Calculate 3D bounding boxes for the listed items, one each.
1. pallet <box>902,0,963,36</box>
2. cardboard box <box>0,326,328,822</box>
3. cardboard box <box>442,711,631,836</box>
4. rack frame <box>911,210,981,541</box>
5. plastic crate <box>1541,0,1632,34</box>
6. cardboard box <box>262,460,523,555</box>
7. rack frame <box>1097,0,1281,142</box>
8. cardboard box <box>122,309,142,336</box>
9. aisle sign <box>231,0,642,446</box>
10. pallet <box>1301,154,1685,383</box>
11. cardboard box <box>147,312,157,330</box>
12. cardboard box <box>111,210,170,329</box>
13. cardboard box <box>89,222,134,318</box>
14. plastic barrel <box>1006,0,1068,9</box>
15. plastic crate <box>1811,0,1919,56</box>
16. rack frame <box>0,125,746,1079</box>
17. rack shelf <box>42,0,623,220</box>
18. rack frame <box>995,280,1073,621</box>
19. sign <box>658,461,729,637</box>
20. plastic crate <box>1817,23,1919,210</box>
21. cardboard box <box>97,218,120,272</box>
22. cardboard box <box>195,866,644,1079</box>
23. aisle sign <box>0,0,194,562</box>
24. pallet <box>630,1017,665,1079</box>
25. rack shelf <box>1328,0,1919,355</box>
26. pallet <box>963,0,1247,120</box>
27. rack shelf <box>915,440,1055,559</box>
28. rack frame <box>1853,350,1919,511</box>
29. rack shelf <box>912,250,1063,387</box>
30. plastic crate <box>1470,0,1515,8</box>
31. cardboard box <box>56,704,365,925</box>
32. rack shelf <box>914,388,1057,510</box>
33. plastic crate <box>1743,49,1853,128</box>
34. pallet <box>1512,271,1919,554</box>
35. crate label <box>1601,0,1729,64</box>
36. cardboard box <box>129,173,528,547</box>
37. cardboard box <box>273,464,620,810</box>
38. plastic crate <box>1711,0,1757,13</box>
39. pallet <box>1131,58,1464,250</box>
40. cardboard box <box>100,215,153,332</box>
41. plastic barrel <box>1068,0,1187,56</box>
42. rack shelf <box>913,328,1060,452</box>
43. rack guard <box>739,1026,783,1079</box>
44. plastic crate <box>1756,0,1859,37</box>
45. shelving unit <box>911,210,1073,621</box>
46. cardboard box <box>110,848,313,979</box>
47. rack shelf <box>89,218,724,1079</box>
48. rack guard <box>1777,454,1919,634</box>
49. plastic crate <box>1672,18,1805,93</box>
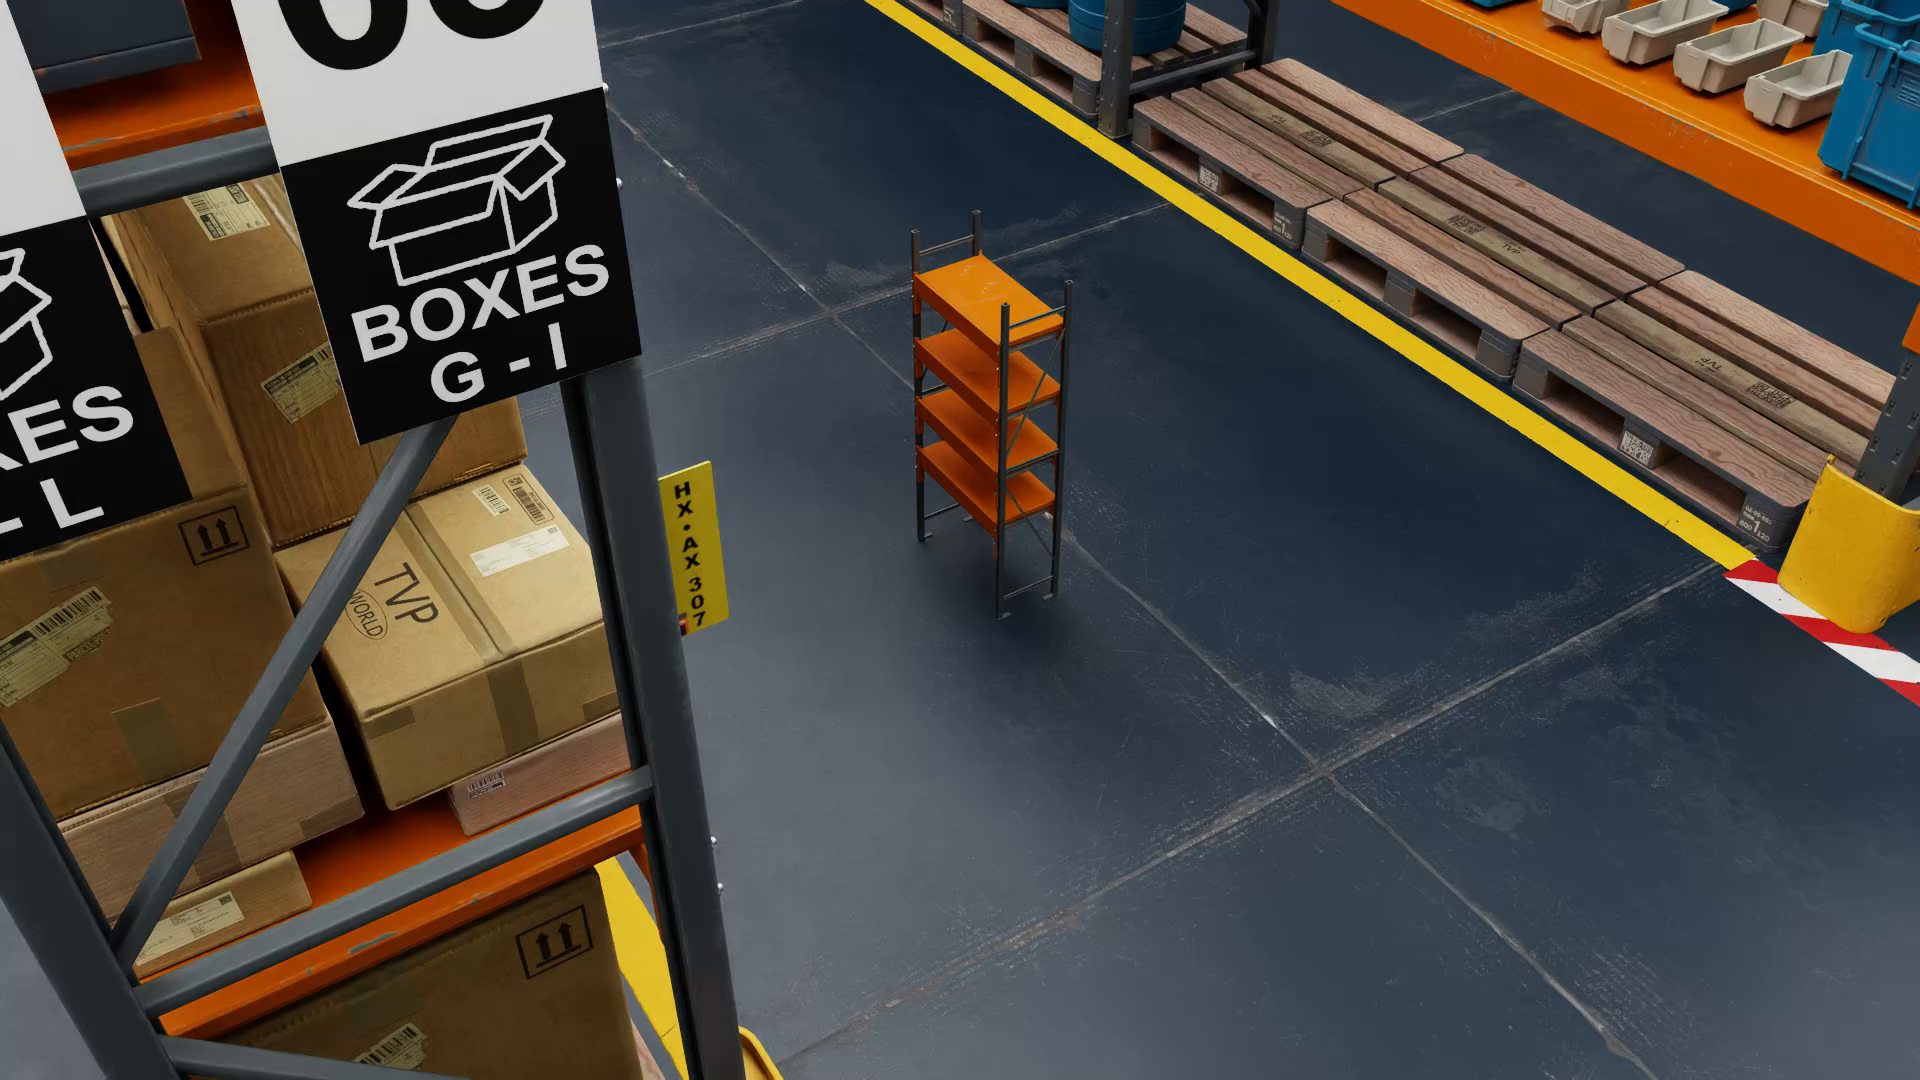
[{"bbox_3d":[0.088,-3.311,9.559,1.003,0.211,1.213,-22,45,-24],"label":"pallet"},{"bbox_3d":[-1.381,0.054,2.641,0.500,0.500,0.500,-22,44,-24],"label":"cardboard box"},{"bbox_3d":[-0.811,0.363,3.168,0.380,0.149,0.250,-22,44,-24],"label":"cardboard box"},{"bbox_3d":[-0.042,-0.503,5.417,0.240,1.200,0.015,-22,45,-24],"label":"rack frame"},{"bbox_3d":[2.198,-1.890,5.834,0.298,0.136,0.250,-22,45,-24],"label":"plastic crate"},{"bbox_3d":[-1.213,-0.116,3.430,0.500,0.250,0.500,-23,45,-25],"label":"cardboard box"},{"bbox_3d":[1.127,-3.293,7.358,1.000,3.000,0.127,-22,45,-24],"label":"rack frame"},{"bbox_3d":[-1.928,-0.204,3.537,0.500,0.250,0.500,-24,45,-26],"label":"cardboard box"},{"bbox_3d":[-0.606,-0.492,1.966,0.394,0.787,0.004,-22,45,-24],"label":"aisle sign"},{"bbox_3d":[2.216,-1.179,7.000,1.003,0.211,1.213,-22,45,-24],"label":"pallet"},{"bbox_3d":[-1.481,-0.388,3.757,0.500,0.250,0.500,-24,45,-26],"label":"cardboard box"},{"bbox_3d":[-1.481,-0.673,3.513,0.500,0.500,0.500,-23,45,-26],"label":"cardboard box"},{"bbox_3d":[-2.212,-0.484,3.872,0.500,0.250,0.500,-22,45,-24],"label":"cardboard box"},{"bbox_3d":[0.468,-3.329,8.714,0.600,0.901,0.708,-22,45,-24],"label":"plastic barrel"},{"bbox_3d":[3.069,-1.694,5.524,0.416,0.233,0.300,-22,45,-24],"label":"plastic crate"},{"bbox_3d":[-0.901,0.572,2.720,0.949,2.616,0.053,-22,45,-24],"label":"rack frame"},{"bbox_3d":[-1.973,-1.384,3.287,1.077,0.370,4.000,-22,45,-24],"label":"rack shelf"},{"bbox_3d":[0.220,-0.240,5.101,0.240,1.200,0.015,-22,45,-24],"label":"rack frame"},{"bbox_3d":[-0.427,0.020,2.644,0.100,0.325,0.005,-22,45,-24],"label":"sign"},{"bbox_3d":[2.941,-1.287,4.876,0.616,0.435,0.499,-22,45,-24],"label":"plastic crate"},{"bbox_3d":[-2.035,-0.942,4.423,0.500,0.250,0.500,-21,44,-24],"label":"cardboard box"},{"bbox_3d":[-1.309,0.908,3.649,0.875,0.875,0.875,-22,45,-24],"label":"cardboard box"},{"bbox_3d":[-1.112,-0.285,1.719,0.394,0.787,0.004,-22,45,-24],"label":"aisle sign"},{"bbox_3d":[-1.394,1.238,4.100,1.003,0.211,1.213,-22,45,-24],"label":"pallet"},{"bbox_3d":[2.203,-1.937,6.293,1.077,0.370,4.000,-22,45,-24],"label":"rack shelf"},{"bbox_3d":[0.748,-2.652,8.768,1.003,0.211,1.213,-22,45,-24],"label":"pallet"},{"bbox_3d":[0.089,-0.167,5.429,0.258,0.148,0.480,-22,45,-24],"label":"rack shelf"},{"bbox_3d":[3.278,-1.134,4.767,1.000,3.000,0.127,-22,45,-24],"label":"rack frame"},{"bbox_3d":[0.089,-0.673,5.007,0.258,0.148,0.480,-22,45,-24],"label":"rack shelf"},{"bbox_3d":[1.958,-2.113,6.026,0.416,0.233,0.300,-22,45,-24],"label":"plastic crate"},{"bbox_3d":[-1.382,0.344,2.878,0.500,0.250,0.500,-23,45,-25],"label":"cardboard box"},{"bbox_3d":[0.089,-0.320,5.302,0.258,0.148,0.480,-22,45,-24],"label":"rack shelf"},{"bbox_3d":[2.687,-1.433,5.286,0.396,0.136,0.243,-22,45,-24],"label":"plastic crate"},{"bbox_3d":[2.867,-0.521,6.210,1.003,0.211,1.213,-22,45,-24],"label":"pallet"},{"bbox_3d":[2.373,-1.737,5.650,0.396,0.136,0.243,-22,45,-24],"label":"crate label"},{"bbox_3d":[-1.197,-0.395,3.180,0.500,0.500,0.500,-23,45,-25],"label":"cardboard box"},{"bbox_3d":[-0.928,0.163,3.097,0.500,0.250,0.500,-23,45,-25],"label":"cardboard box"},{"bbox_3d":[2.715,-2.050,5.950,0.416,0.233,0.300,-22,45,-24],"label":"plastic crate"},{"bbox_3d":[1.555,-1.838,7.791,1.003,0.211,1.213,-22,45,-24],"label":"pallet"},{"bbox_3d":[-1.766,-0.668,4.093,0.500,0.250,0.500,-23,45,-25],"label":"cardboard box"},{"bbox_3d":[0.849,-2.947,8.255,0.600,0.901,0.708,-22,45,-24],"label":"plastic barrel"},{"bbox_3d":[0.089,-0.492,5.159,0.258,0.148,0.480,-22,45,-24],"label":"rack shelf"},{"bbox_3d":[-0.885,1.545,3.506,1.175,0.500,0.348,-22,45,-24],"label":"rack guard"},{"bbox_3d":[2.956,-1.870,5.810,0.250,0.136,0.298,-22,45,-24],"label":"plastic crate"},{"bbox_3d":[0.089,-0.372,5.259,0.258,1.200,0.503,-22,45,-24],"label":"shelving unit"},{"bbox_3d":[-1.367,0.589,2.896,0.380,0.149,0.250,-21,44,-24],"label":"cardboard box"},{"bbox_3d":[-1.973,-0.232,4.247,1.077,0.370,4.000,-22,45,-24],"label":"rack shelf"},{"bbox_3d":[3.302,-0.165,5.557,1.175,0.500,0.348,-22,45,-24],"label":"rack guard"},{"bbox_3d":[2.543,-1.595,5.480,0.396,0.136,0.243,-22,45,-24],"label":"plastic crate"}]
